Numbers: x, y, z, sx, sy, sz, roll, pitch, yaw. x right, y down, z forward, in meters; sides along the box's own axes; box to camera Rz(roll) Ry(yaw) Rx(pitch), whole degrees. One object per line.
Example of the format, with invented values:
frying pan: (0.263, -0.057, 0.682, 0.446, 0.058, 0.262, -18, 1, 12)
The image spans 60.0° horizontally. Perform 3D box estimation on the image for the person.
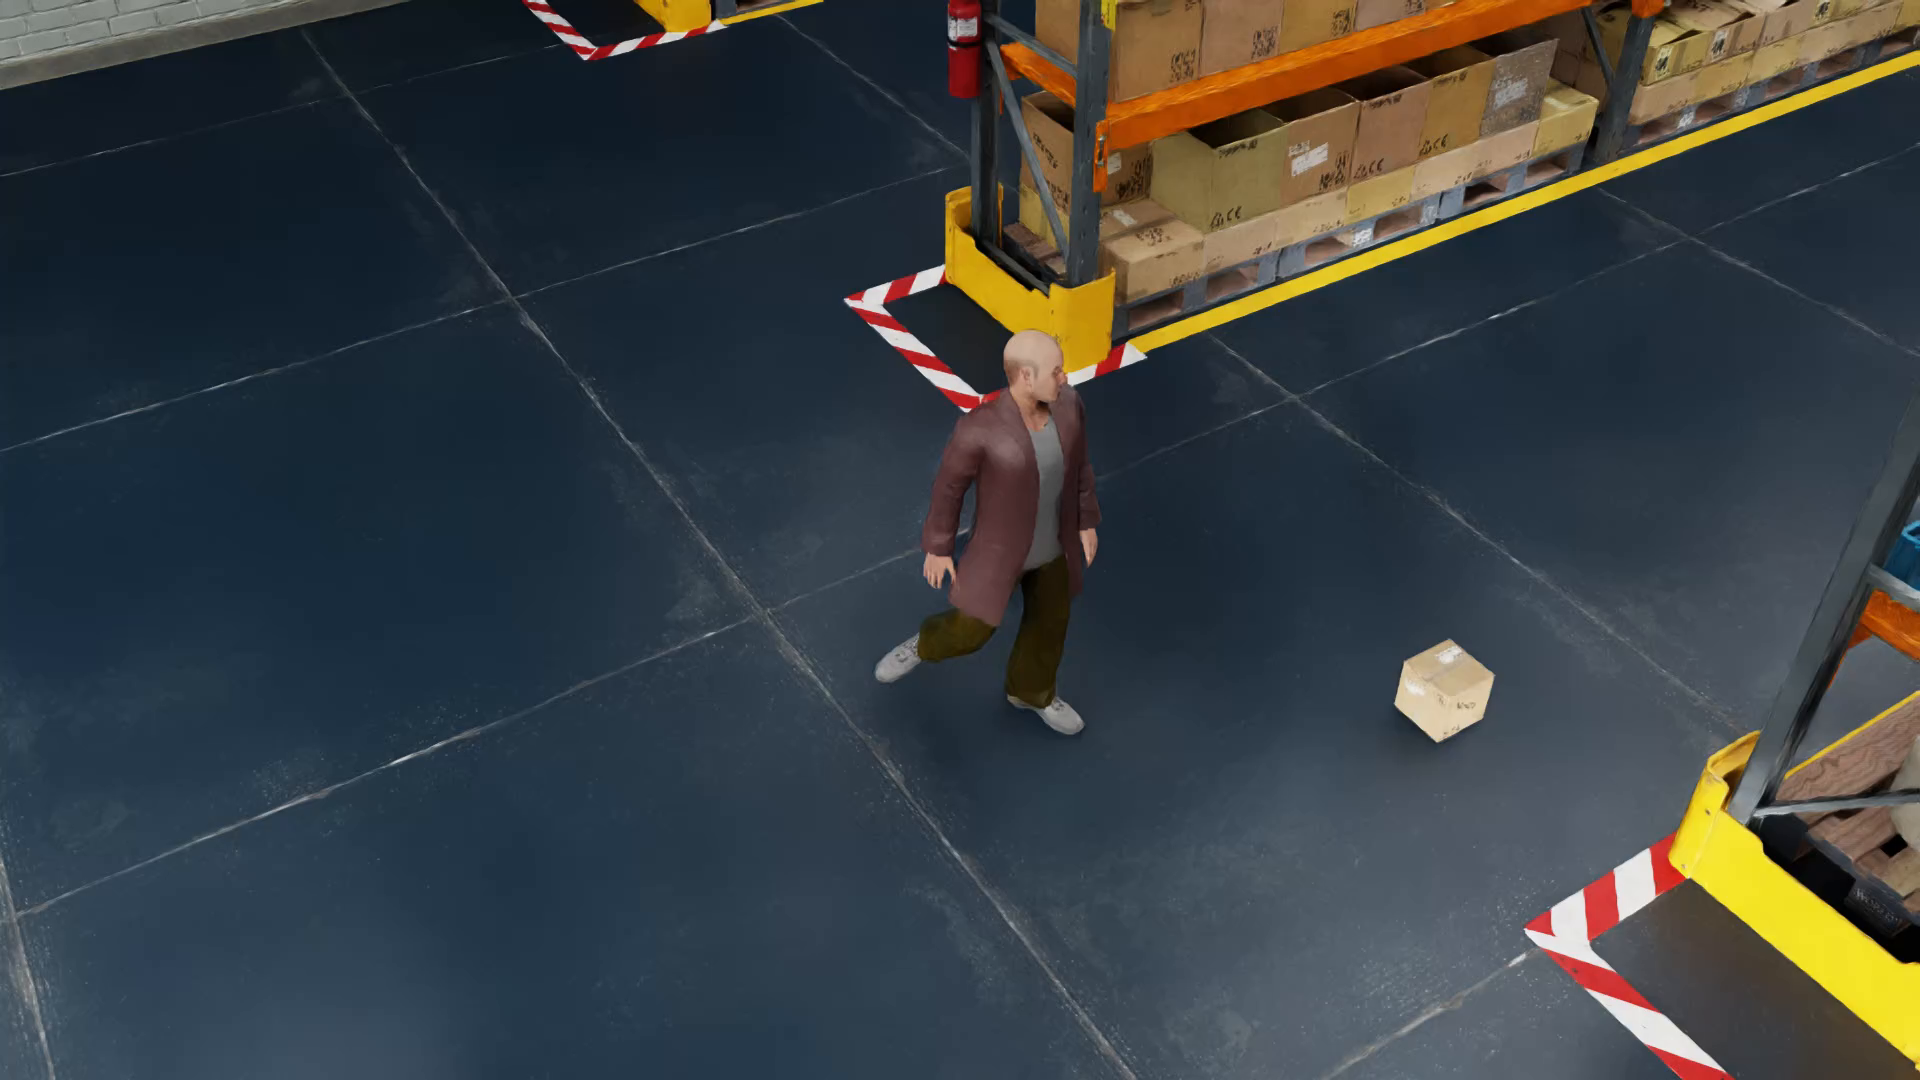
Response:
person: (0.127, -0.010, 6.180, 0.787, 1.775, 0.661, -20, 44, -22)
